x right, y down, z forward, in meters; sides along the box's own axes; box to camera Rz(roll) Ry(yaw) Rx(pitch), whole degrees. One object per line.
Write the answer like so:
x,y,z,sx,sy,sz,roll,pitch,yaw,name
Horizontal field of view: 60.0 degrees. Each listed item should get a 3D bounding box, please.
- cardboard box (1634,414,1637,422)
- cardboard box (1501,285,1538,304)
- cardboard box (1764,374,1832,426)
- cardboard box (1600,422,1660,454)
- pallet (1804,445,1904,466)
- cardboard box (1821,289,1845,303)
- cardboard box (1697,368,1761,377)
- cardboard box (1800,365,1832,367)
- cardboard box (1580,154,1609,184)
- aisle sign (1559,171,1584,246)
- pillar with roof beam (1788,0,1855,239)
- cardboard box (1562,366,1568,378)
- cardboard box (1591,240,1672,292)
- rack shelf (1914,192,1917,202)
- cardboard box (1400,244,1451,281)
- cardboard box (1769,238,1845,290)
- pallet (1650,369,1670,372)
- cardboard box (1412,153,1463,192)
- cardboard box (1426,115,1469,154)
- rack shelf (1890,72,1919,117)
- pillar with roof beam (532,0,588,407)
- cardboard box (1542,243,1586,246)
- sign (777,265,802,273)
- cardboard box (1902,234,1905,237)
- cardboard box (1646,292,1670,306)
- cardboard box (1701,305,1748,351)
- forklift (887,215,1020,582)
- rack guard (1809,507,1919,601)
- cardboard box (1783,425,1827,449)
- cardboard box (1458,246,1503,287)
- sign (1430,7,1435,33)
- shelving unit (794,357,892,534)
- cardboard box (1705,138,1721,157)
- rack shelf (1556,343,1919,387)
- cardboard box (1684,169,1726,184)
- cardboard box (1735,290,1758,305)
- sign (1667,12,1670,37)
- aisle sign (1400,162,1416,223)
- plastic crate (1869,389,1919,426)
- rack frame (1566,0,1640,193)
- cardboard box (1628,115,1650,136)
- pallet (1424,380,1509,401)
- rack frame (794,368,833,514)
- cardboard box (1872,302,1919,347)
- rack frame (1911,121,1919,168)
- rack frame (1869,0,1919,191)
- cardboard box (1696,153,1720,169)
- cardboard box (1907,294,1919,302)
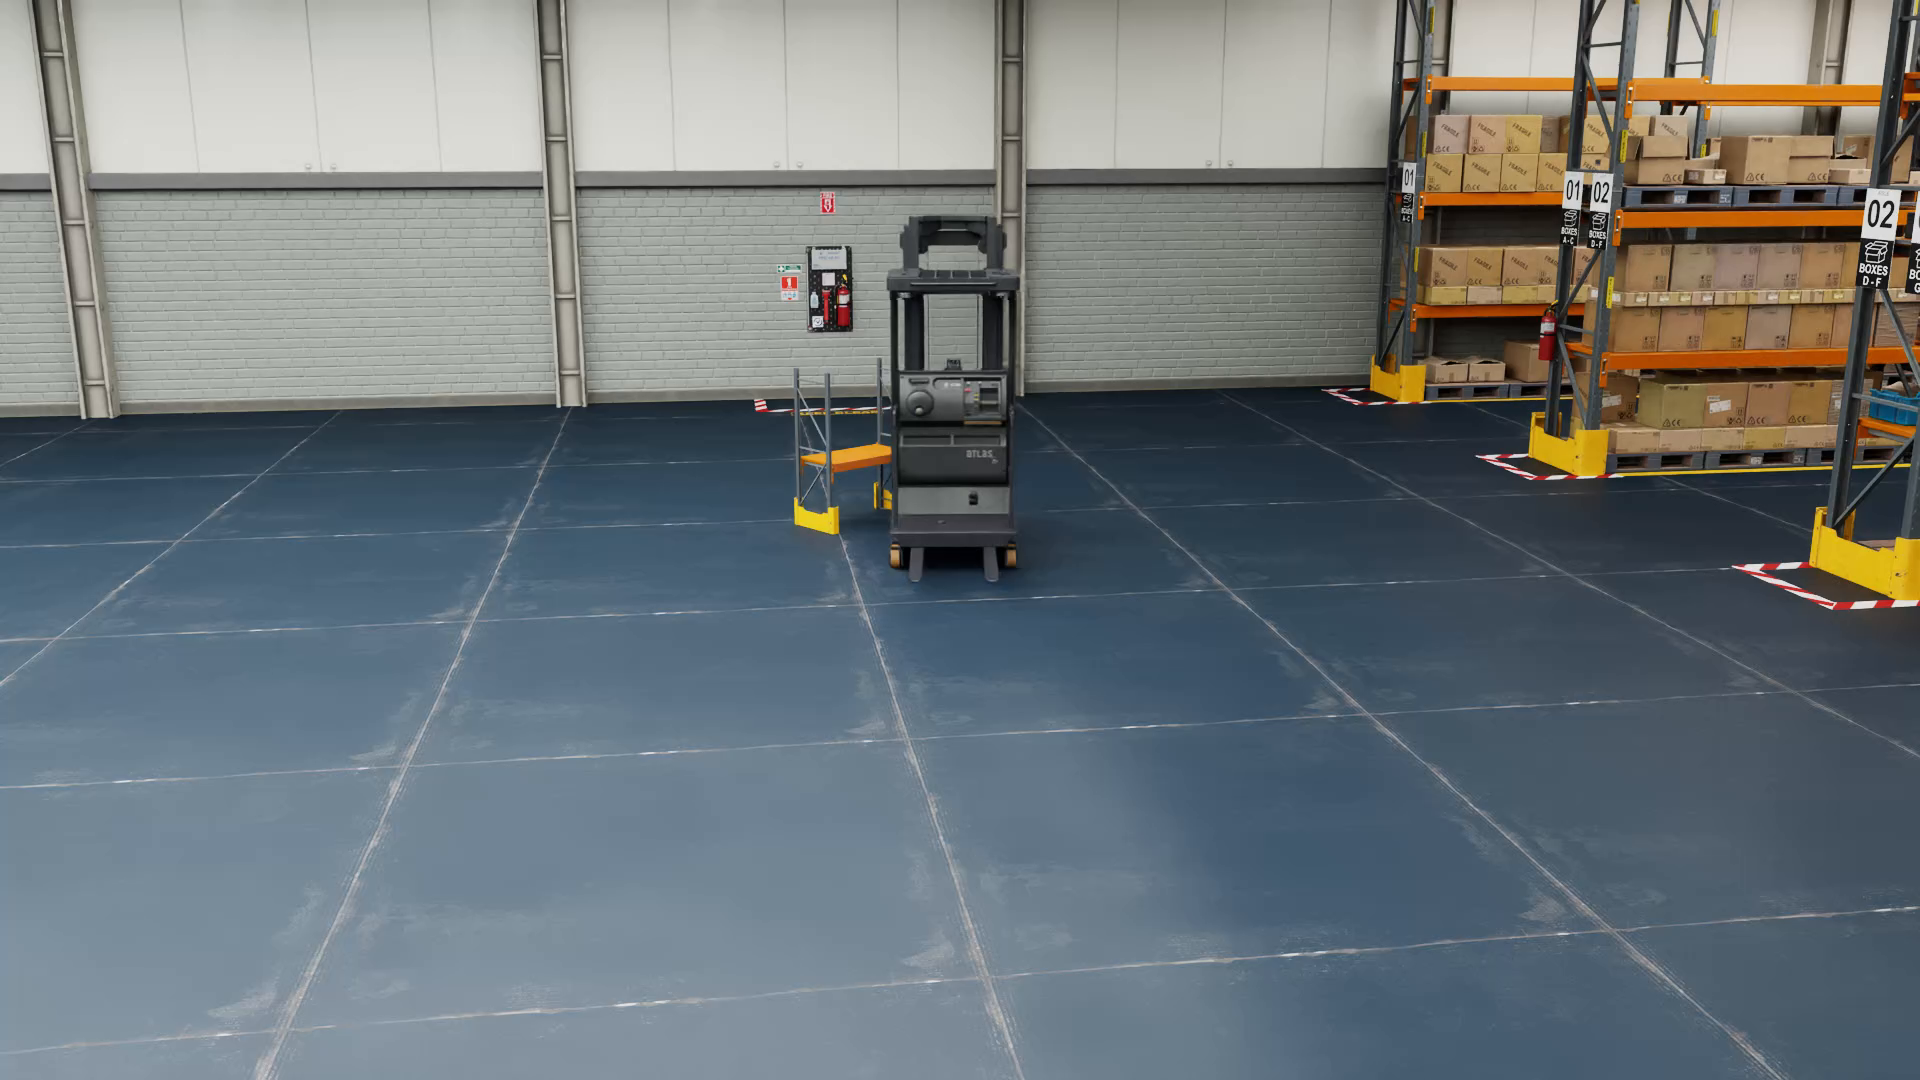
7.771,-1.273,18.950,0.500,0.250,0.500,-2,14,-8,cardboard box
7.596,-3.401,22.911,0.500,0.250,0.500,-2,14,-9,cardboard box
9.332,-1.567,18.579,0.500,0.500,0.500,-2,14,-8,cardboard box
7.356,-1.128,18.370,0.500,0.250,0.500,-2,14,-8,cardboard box
9.955,-1.066,19.064,1.213,0.211,1.003,-2,14,-8,pallet
9.504,-2.702,18.319,0.250,0.149,0.380,-2,14,-9,cardboard box
8.759,-1.674,19.007,0.500,0.500,0.500,-2,14,-8,cardboard box
12.243,-2.720,24.163,0.500,0.500,0.700,-2,14,-9,cardboard box
8.499,-5.019,22.684,0.500,0.500,0.500,-3,14,-11,cardboard box
6.683,-3.621,18.178,0.004,0.787,0.394,-2,14,-8,aisle sign
13.188,-5.808,19.912,0.400,9.000,9.100,-2,14,-8,pillar with roof beam
8.421,-2.406,23.632,0.250,0.149,0.380,-3,14,-13,cardboard box
7.308,-2.985,18.115,0.500,0.500,0.700,-2,14,-8,cardboard box
11.984,-4.807,23.562,4.000,0.370,1.077,-2,14,-8,rack shelf
6.485,-3.852,23.169,0.500,0.500,0.500,-2,14,-9,cardboard box
9.315,-3.060,18.414,0.500,0.500,0.700,-2,14,-8,cardboard box
10.775,-2.304,24.004,1.213,0.211,1.003,-2,14,-8,pallet
6.418,-4.948,22.402,0.500,0.500,0.500,-2,14,-7,cardboard box
6.468,-5.437,22.294,0.500,0.500,0.500,-3,14,-12,cardboard box
9.504,-3.540,13.166,4.000,0.370,1.077,-2,14,-8,rack shelf
-4.611,-5.156,17.311,0.400,9.000,9.100,-2,14,-8,pillar with roof beam
8.504,-3.927,23.470,0.500,0.500,0.500,-2,14,-7,cardboard box
-2.325,-3.696,22.658,0.331,0.109,0.001,-2,14,-8,sign
13.309,-4.315,23.845,0.250,0.149,0.380,-5,15,-18,cardboard box
7.473,-2.628,18.022,0.250,0.149,0.380,-2,14,-10,cardboard box
8.266,-2.391,18.412,0.500,0.500,0.700,-2,14,-8,cardboard box
-0.056,-1.252,14.218,1.130,2.935,3.031,0,14,0,forklift
7.595,0.098,13.831,0.348,0.500,1.175,-2,14,-8,rack guard
9.333,-1.200,18.658,0.500,0.250,0.500,-2,14,-8,cardboard box
7.058,-3.744,22.740,0.500,0.500,0.500,-2,14,-8,cardboard box
6.131,-6.754,21.599,0.005,0.325,0.100,-2,14,-8,sign
-0.990,-0.920,15.834,1.083,1.500,0.587,-13,19,-42,shelving unit
10.558,-5.336,23.125,0.500,0.500,0.500,0,14,0,cardboard box
8.770,-2.015,18.598,4.000,0.370,1.077,-2,14,-8,rack shelf
7.982,-3.897,17.820,0.250,0.149,0.380,-2,14,-8,cardboard box
8.485,-2.665,18.169,0.250,0.149,0.380,-2,14,-9,cardboard box
9.917,-7.201,23.220,0.005,0.325,0.100,-2,14,-8,sign
6.024,-4.669,22.358,0.004,0.787,0.394,-2,14,-8,aisle sign
7.977,-1.118,13.848,0.616,0.251,0.499,-2,14,-8,plastic crate
6.792,-5.202,17.492,0.127,3.000,1.000,-2,14,-8,rack frame
9.007,-5.520,22.627,0.500,0.500,0.500,-1,14,-5,cardboard box
6.934,-2.154,23.406,1.213,0.211,1.003,-2,14,-8,pallet
-1.366,-0.833,15.489,0.032,1.500,0.500,-13,19,-42,rack frame
10.310,-2.468,18.718,0.500,0.500,0.700,-2,14,-10,cardboard box
13.961,-6.683,23.399,0.127,3.000,1.000,-2,14,-8,rack frame
7.526,-4.010,12.741,0.127,3.000,1.000,-2,14,-8,rack frame
8.441,-4.100,18.300,0.500,0.311,0.500,0,14,-2,cardboard box
10.511,-2.738,18.464,0.250,0.149,0.380,-2,14,-8,cardboard box
